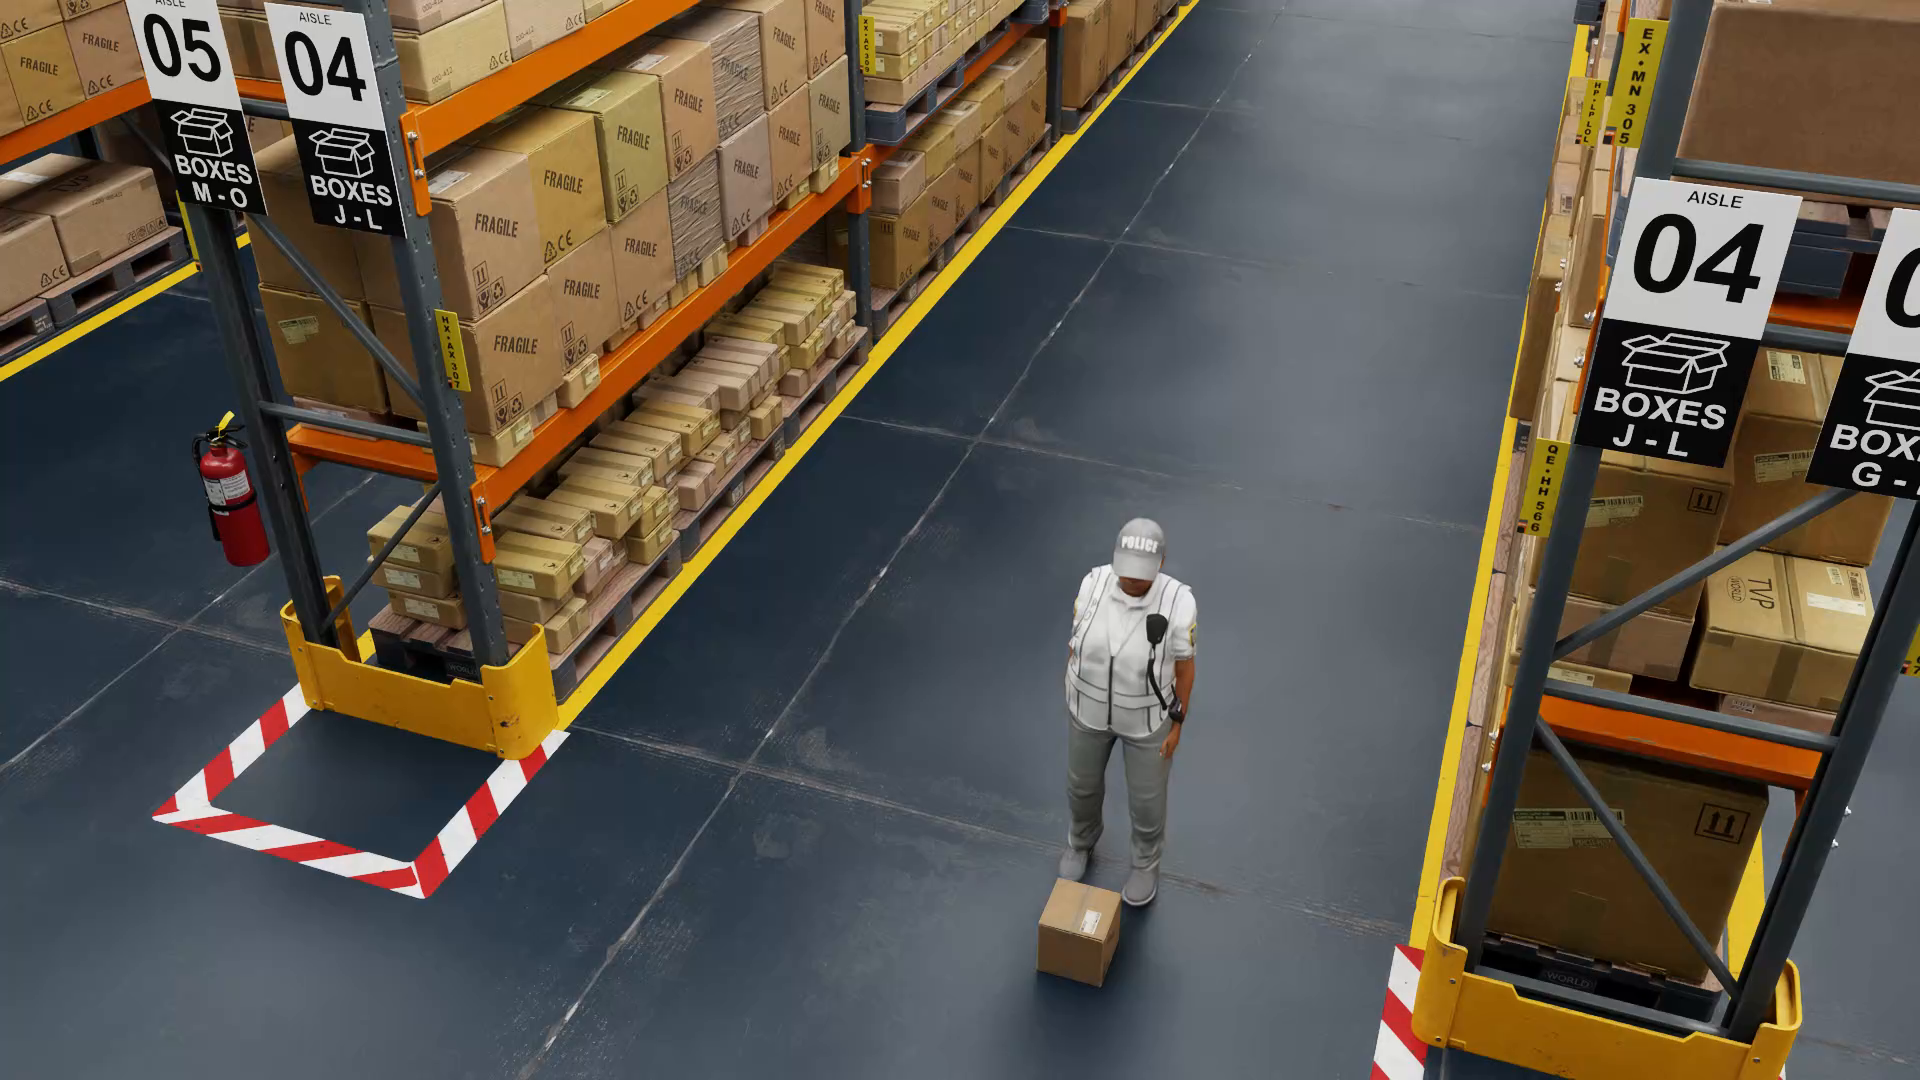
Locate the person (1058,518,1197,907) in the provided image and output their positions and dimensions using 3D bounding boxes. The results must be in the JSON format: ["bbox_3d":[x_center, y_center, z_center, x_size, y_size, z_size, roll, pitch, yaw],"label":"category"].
[{"bbox_3d":[0.617,0.653,6.180,0.468,1.684,0.390,12,35,18],"label":"person"}]
